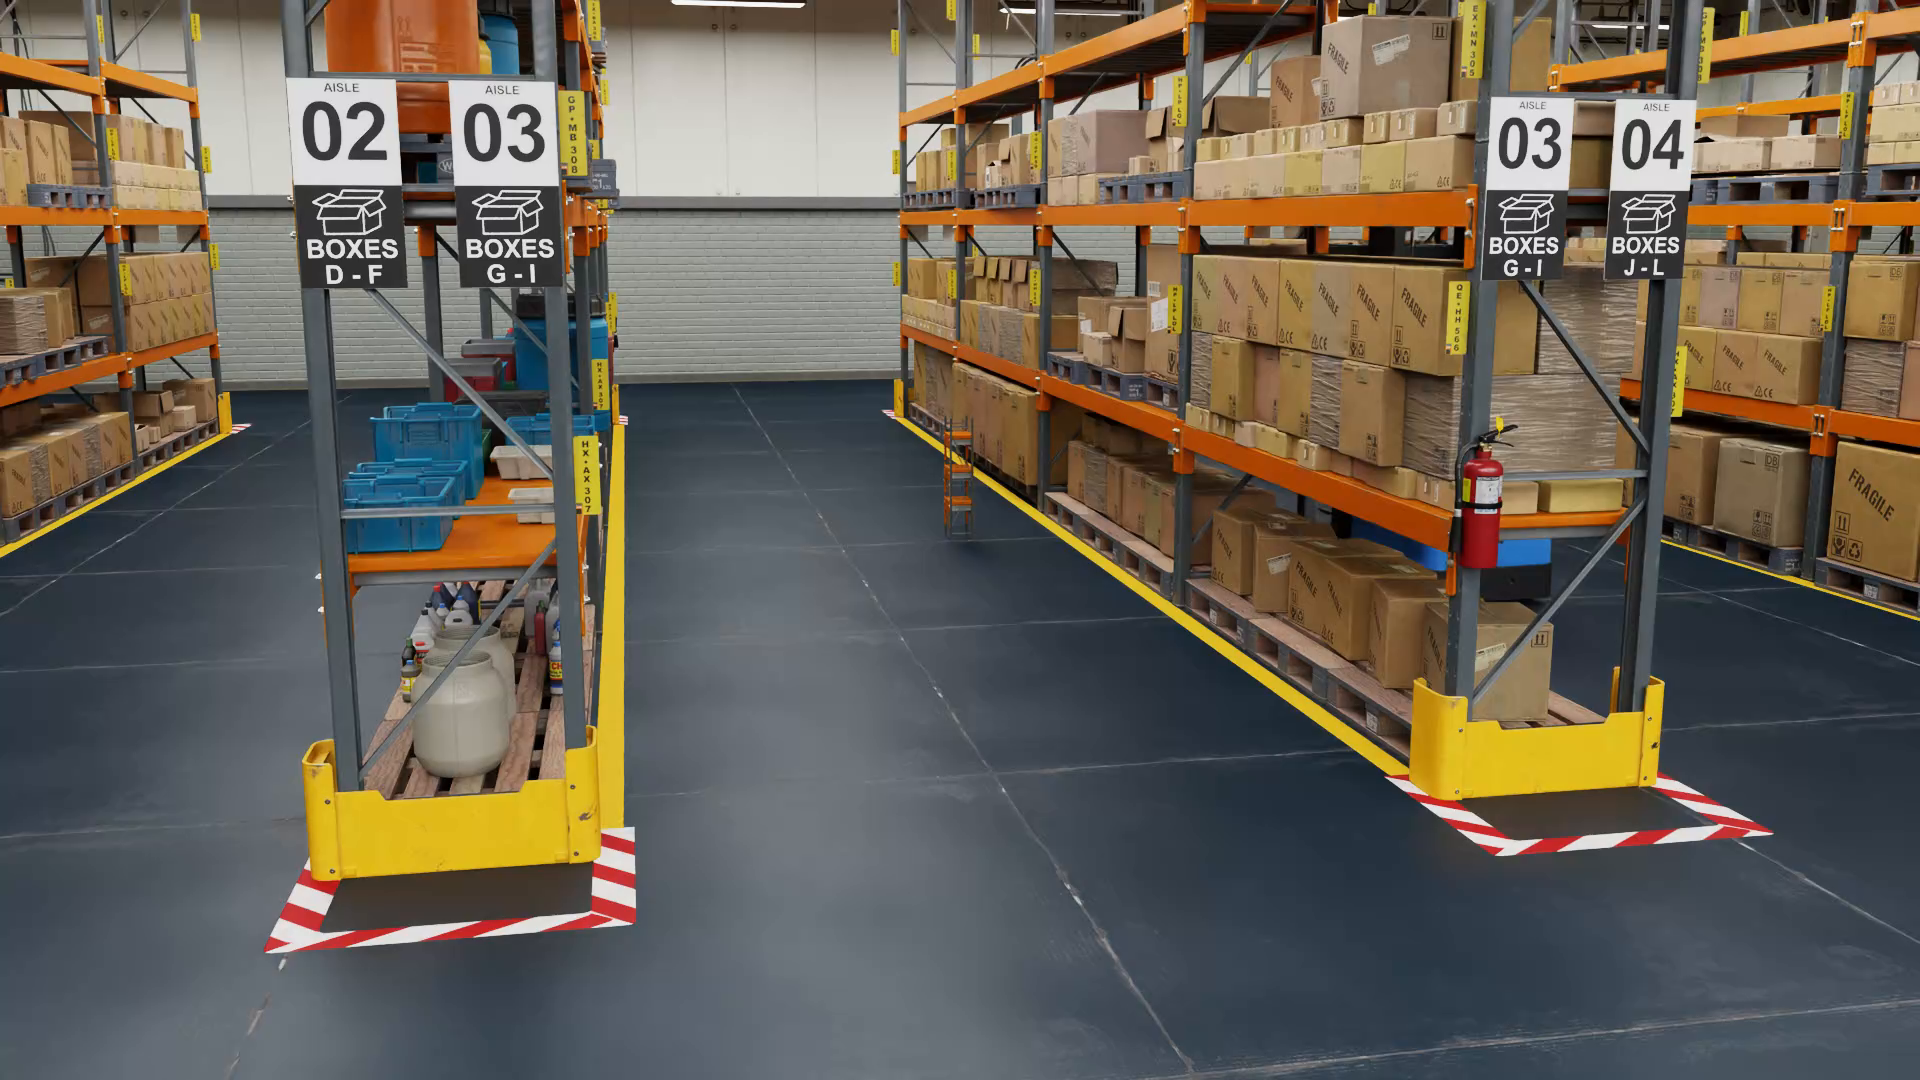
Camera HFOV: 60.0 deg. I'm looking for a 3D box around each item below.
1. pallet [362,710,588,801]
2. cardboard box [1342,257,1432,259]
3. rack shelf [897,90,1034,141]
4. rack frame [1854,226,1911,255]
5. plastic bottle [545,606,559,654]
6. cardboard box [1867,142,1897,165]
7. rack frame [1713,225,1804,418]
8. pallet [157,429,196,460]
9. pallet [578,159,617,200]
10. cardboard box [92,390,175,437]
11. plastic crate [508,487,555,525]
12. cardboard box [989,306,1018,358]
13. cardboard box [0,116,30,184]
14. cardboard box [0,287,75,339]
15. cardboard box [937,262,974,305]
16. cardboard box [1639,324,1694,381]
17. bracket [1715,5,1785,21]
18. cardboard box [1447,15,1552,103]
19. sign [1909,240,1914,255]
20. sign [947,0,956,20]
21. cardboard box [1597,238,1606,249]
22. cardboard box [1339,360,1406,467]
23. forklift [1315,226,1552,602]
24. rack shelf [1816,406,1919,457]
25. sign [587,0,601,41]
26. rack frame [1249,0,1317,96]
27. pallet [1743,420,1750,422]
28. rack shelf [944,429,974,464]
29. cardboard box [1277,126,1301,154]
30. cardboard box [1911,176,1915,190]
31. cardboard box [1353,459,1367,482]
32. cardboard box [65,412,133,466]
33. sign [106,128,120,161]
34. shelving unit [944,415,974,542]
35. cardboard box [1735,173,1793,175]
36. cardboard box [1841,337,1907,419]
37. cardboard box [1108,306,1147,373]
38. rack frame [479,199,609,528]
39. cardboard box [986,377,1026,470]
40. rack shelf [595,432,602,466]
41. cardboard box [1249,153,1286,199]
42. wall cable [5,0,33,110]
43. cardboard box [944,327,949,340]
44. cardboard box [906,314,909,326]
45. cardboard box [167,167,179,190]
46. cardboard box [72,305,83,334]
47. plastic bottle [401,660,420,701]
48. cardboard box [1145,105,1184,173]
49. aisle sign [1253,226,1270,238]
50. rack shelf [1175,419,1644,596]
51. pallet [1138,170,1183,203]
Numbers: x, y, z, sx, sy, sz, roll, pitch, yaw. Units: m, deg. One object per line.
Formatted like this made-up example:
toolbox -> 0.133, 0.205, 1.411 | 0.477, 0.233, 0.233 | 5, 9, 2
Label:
pallet -> -2.285, 1.098, 7.863 | 1.003, 0.211, 1.213 | -2, 11, -11
cardboard box -> 2.561, -1.455, 10.080 | 0.500, 0.500, 0.500 | -2, 11, -11
rack shelf -> 0.064, -5.255, 20.735 | 1.077, 0.370, 4.000 | -2, 11, -11
rack frame -> 14.264, -3.767, 25.964 | 1.000, 3.000, 0.127 | -2, 11, -11
plastic bottle -> -2.314, 0.510, 9.603 | 0.152, 0.276, 0.135 | -2, 11, -10
cardboard box -> 6.631, -2.712, 11.684 | 0.380, 0.149, 0.250 | -2, 11, -12
rack frame -> 10.174, -2.852, 21.157 | 1.000, 3.000, 0.127 | -2, 11, -11
pallet -> -9.638, -1.112, 19.475 | 1.003, 0.211, 1.213 | -2, 11, -11
pallet -> -2.614, -2.096, 9.669 | 1.213, 0.211, 1.003 | -2, 11, -11
cardboard box -> -9.636, -1.466, 19.376 | 0.797, 0.503, 0.637 | -2, 11, -11
plastic crate -> -1.930, -0.157, 7.703 | 0.298, 0.136, 0.250 | -2, 11, -11
cardboard box -> 0.598, -2.169, 17.300 | 0.500, 0.500, 0.500 | -2, 11, -10
cardboard box -> -8.977, -3.570, 15.252 | 0.600, 0.600, 0.600 | -3, 11, -13
cardboard box -> -9.392, -2.292, 16.827 | 0.700, 0.500, 0.500 | -6, 12, -30
cardboard box -> 0.008, -3.099, 20.055 | 0.500, 0.500, 0.500 | -2, 11, -10
cardboard box -> 6.232, -1.599, 14.310 | 0.500, 0.500, 0.500 | -2, 11, -12
bracket -> 13.651, -9.585, 30.861 | 0.076, 0.066, 5.218 | -2, 11, -11
cardboard box -> 2.763, -2.487, 8.818 | 0.500, 0.500, 0.500 | -2, 11, -11
sign -> 14.812, -4.507, 25.913 | 0.100, 0.325, 0.005 | -2, 11, -11
sign -> -0.096, -5.959, 18.518 | 0.100, 0.325, 0.005 | -2, 11, -11
cardboard box -> 9.321, -4.224, 23.692 | 0.380, 0.149, 0.250 | -2, 11, -13
cardboard box -> 2.492, -0.675, 8.658 | 0.875, 0.500, 0.500 | -2, 11, -11
forklift -> 3.271, -1.212, 12.727 | 1.130, 2.935, 3.031 | -3, 11, -16
rack shelf -> 7.283, -0.466, 10.545 | 1.077, 0.370, 4.000 | -2, 11, -11
sign -> -3.089, -4.388, 14.044 | 0.100, 0.325, 0.005 | -2, 11, -11
rack frame -> 4.560, -6.334, 23.408 | 1.000, 3.000, 0.127 | -2, 11, -11
pallet -> 10.398, -1.343, 20.689 | 1.003, 0.211, 1.213 | -2, 11, -11
rack shelf -> -0.010, -0.794, 14.099 | 0.215, 0.259, 0.240 | -2, 11, -11
cardboard box -> 2.060, -2.311, 9.630 | 0.380, 0.149, 0.250 | -2, 11, -12
cardboard box -> 10.573, -4.022, 17.891 | 0.700, 0.500, 0.500 | -3, 11, -14
cardboard box -> 2.340, -0.396, 8.924 | 0.380, 0.149, 0.250 | -2, 11, -11
cardboard box -> -8.888, -1.040, 17.147 | 0.500, 0.500, 0.500 | -2, 11, -11
sign -> -8.721, -4.074, 17.119 | 0.100, 0.325, 0.005 | -2, 11, -11
shelving unit -> -0.010, -0.526, 14.150 | 0.215, 1.050, 0.252 | -2, 11, -11
cardboard box -> 6.738, -3.200, 13.932 | 0.396, 0.266, 0.258 | -2, 11, -11
cardboard box -> 6.977, -1.192, 12.038 | 0.875, 0.550, 0.550 | -2, 11, -11
cardboard box -> 1.581, -1.596, 13.159 | 0.797, 0.503, 0.637 | -1, 11, -5
rack frame -> -3.628, -1.578, 14.463 | 1.000, 3.000, 0.127 | -2, 11, -11
cardboard box -> 0.951, -1.211, 17.098 | 1.225, 0.875, 0.875 | -2, 11, -11
rack shelf -> -3.239, -0.857, 12.603 | 1.077, 0.370, 4.000 | -2, 11, -11
cardboard box -> 2.039, -2.144, 9.816 | 0.500, 0.250, 0.500 | -3, 11, -13
wall cable -> -12.997, -7.736, 25.572 | 3.097, 2.526, 0.112 | -2, 11, -11
cardboard box -> 0.022, -2.459, 19.767 | 0.380, 0.149, 0.250 | -2, 11, -10
cardboard box -> -0.529, -2.978, 22.490 | 0.380, 0.149, 0.250 | -2, 11, -12
cardboard box -> -9.502, -4.242, 19.505 | 0.500, 0.250, 0.500 | -2, 11, -11
cardboard box -> -9.614, -2.263, 17.798 | 0.500, 0.500, 0.500 | -2, 11, -10
plastic bottle -> -2.859, 0.727, 8.661 | 0.097, 0.201, 0.097 | 0, 11, 0
cardboard box -> 1.830, -3.017, 12.605 | 0.797, 0.503, 0.637 | -2, 11, -9
aisle sign -> 4.251, -4.666, 23.739 | 0.394, 0.787, 0.004 | -2, 11, -11
rack shelf -> 2.398, -0.304, 9.695 | 1.077, 0.370, 4.000 | -2, 11, -11
pallet -> 1.993, -2.523, 11.907 | 1.213, 0.211, 1.003 | -2, 11, -11
